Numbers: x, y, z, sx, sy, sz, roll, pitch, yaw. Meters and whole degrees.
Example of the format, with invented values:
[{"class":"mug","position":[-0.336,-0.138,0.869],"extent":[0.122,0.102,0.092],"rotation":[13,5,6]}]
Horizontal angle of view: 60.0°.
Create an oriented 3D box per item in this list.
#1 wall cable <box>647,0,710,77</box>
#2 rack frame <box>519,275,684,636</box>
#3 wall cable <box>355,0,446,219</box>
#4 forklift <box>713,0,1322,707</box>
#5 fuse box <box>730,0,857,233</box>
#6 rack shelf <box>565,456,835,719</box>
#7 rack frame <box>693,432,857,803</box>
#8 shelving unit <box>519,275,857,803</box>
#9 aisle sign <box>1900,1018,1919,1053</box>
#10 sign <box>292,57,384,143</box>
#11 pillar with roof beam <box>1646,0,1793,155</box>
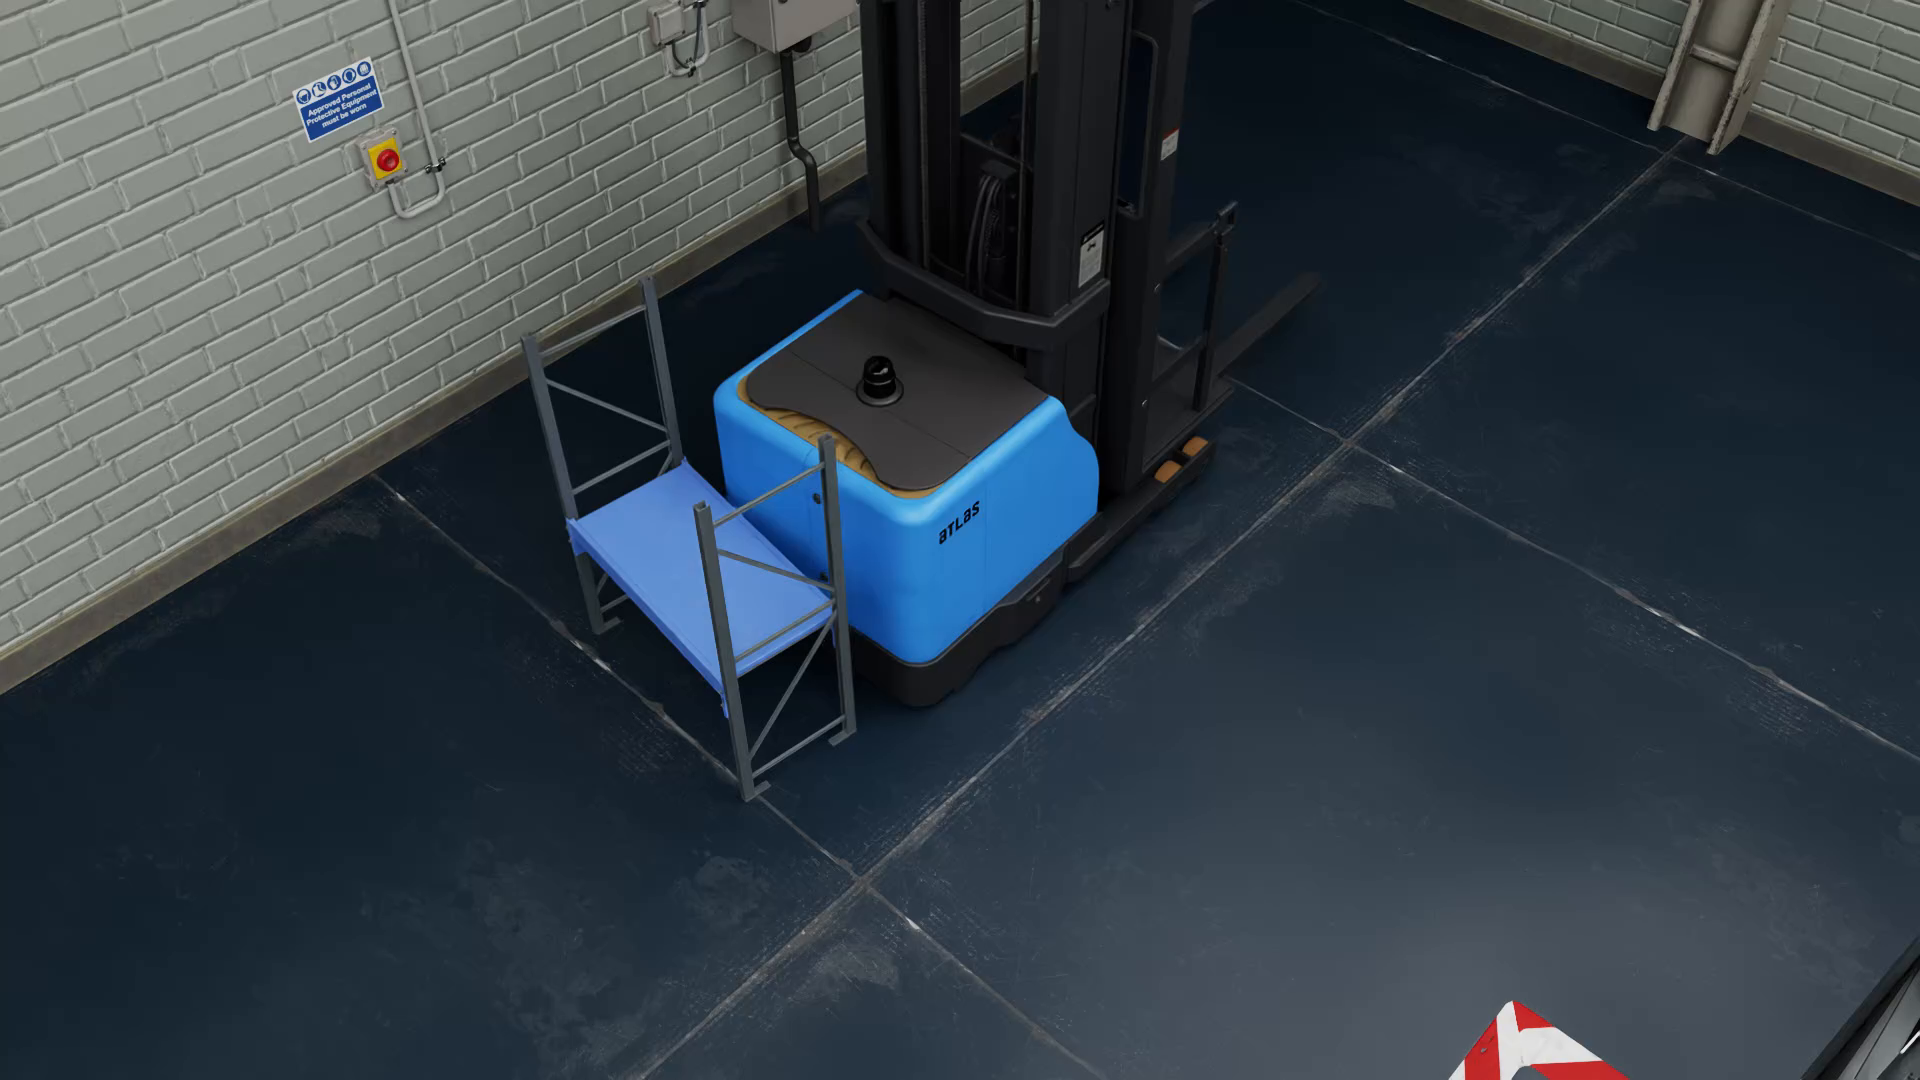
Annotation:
[{"class":"wall cable","position":[-1.261,-2.643,6.586],"extent":[0.122,1.984,0.588],"rotation":[34,55,28]},{"class":"rack frame","position":[-1.239,-0.263,6.077],"extent":[0.500,1.500,0.032],"rotation":[-31,54,-26]},{"class":"wall cable","position":[-2.214,-1.888,5.855],"extent":[0.123,1.953,0.585],"rotation":[34,55,28]},{"class":"forklift","position":[0.441,-1.389,6.152],"extent":[1.130,2.935,3.031],"rotation":[32,54,26]},{"class":"fuse box","position":[-0.682,-2.142,7.696],"extent":[0.414,1.711,0.539],"rotation":[34,55,28]},{"class":"rack shelf","position":[-0.912,0.145,5.941],"extent":[0.538,0.185,1.000],"rotation":[-31,54,-26]},{"class":"rack frame","position":[-0.586,0.306,5.543],"extent":[0.500,1.500,0.032],"rotation":[-31,54,-26]},{"class":"shelving unit","position":[-0.913,0.021,5.810],"extent":[0.538,1.500,1.048],"rotation":[-31,54,-26]},{"class":"aisle sign","position":[1.695,0.476,2.571],"extent":[0.004,0.787,0.394],"rotation":[34,55,28]},{"class":"sign","position":[-2.292,-1.626,6.143],"extent":[0.001,0.218,0.327],"rotation":[34,55,28]},{"class":"pillar with roof beam","position":[1.019,-2.978,3.482],"extent":[0.400,9.000,9.100],"rotation":[34,55,28]}]
